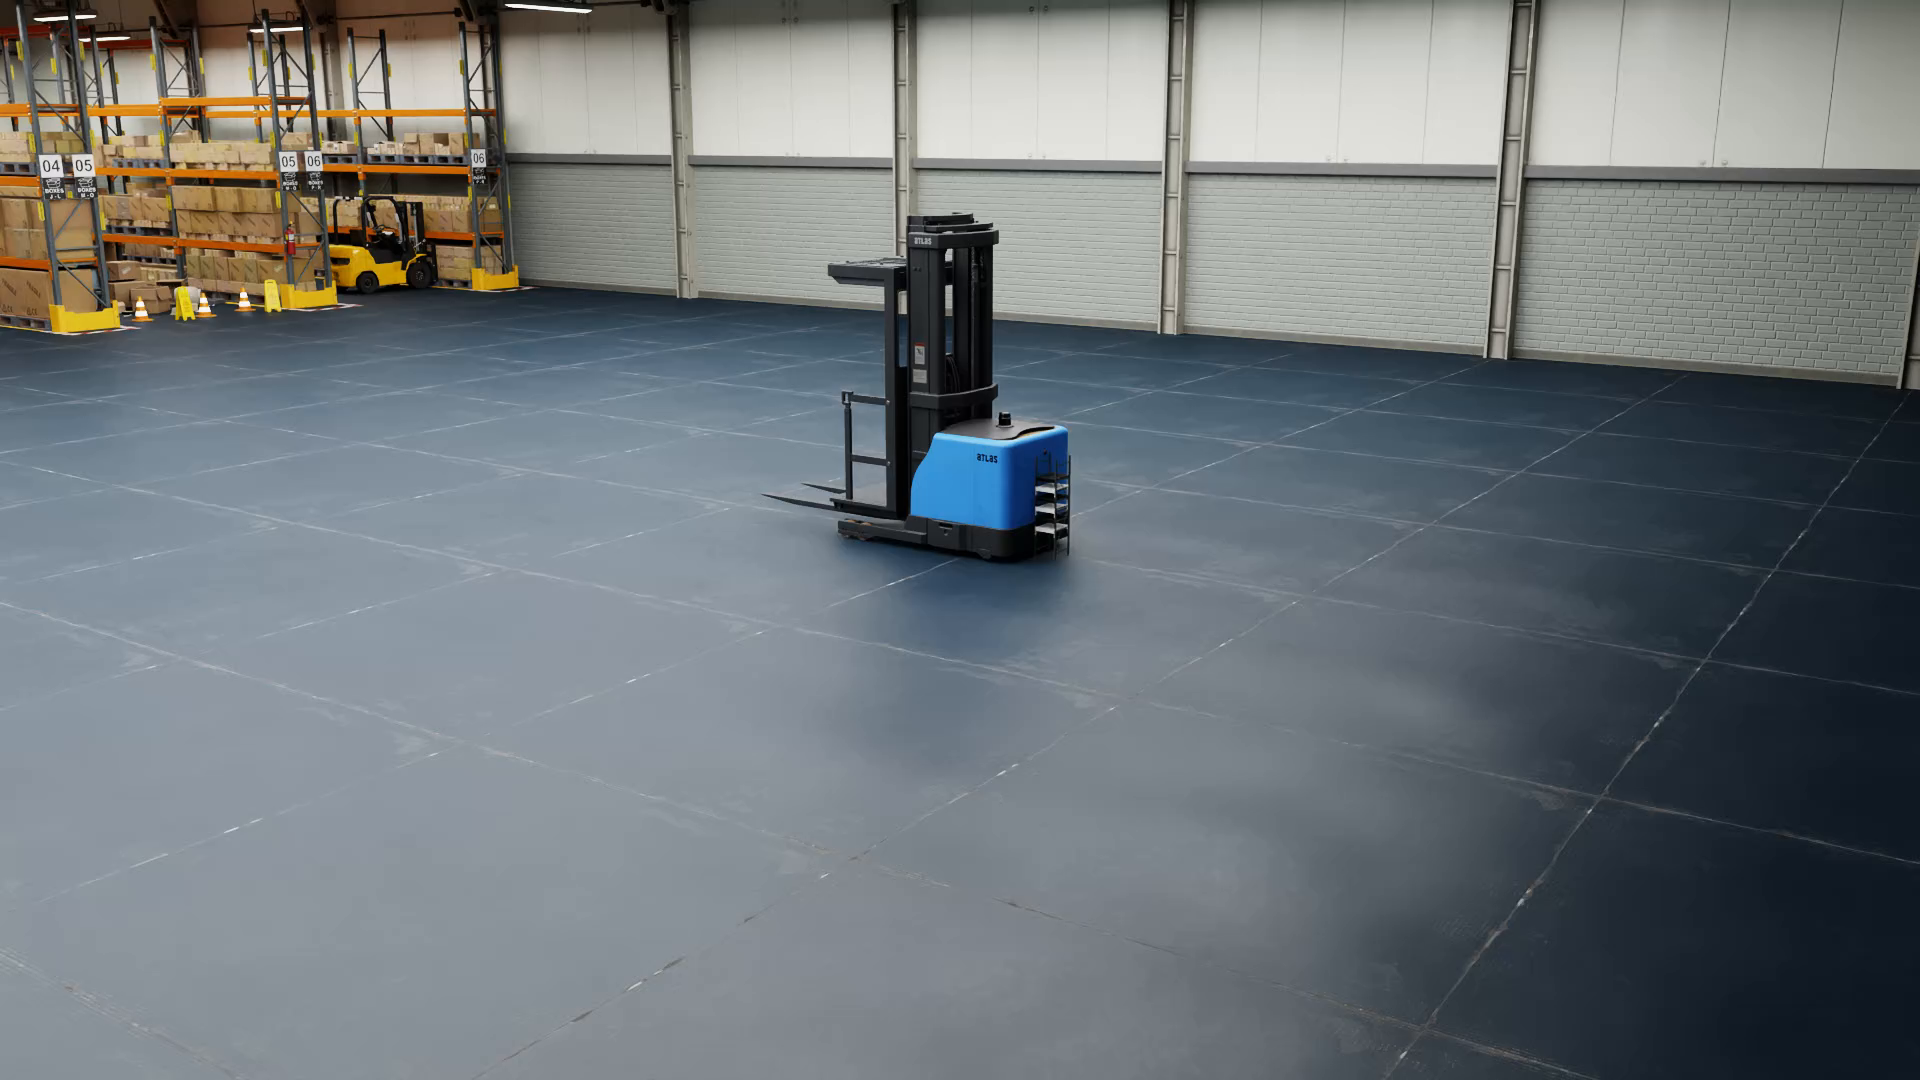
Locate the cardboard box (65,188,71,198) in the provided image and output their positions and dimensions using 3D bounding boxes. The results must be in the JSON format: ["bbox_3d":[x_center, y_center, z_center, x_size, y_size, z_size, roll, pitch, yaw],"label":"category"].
[{"bbox_3d":[-20.959,-8.042,39.206,0.500,0.500,0.500,9,16,31],"label":"cardboard box"}]

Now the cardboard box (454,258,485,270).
[{"bbox_3d":[-11.557,-6.523,39.166,0.500,0.250,0.500,9,16,32],"label":"cardboard box"}]

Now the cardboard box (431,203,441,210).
[{"bbox_3d":[-12.279,-7.900,39.361,0.250,0.149,0.380,9,16,31],"label":"cardboard box"}]

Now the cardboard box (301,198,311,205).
[{"bbox_3d":[-16.439,-8.572,42.078,0.250,0.149,0.380,10,17,34],"label":"cardboard box"}]

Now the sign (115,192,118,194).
[{"bbox_3d":[-20.089,-8.124,39.581,0.005,0.325,0.100,9,17,33],"label":"sign"}]

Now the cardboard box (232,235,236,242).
[{"bbox_3d":[-15.433,-6.513,35.839,0.250,0.149,0.380,9,17,33],"label":"cardboard box"}]

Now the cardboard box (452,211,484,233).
[{"bbox_3d":[-11.533,-7.470,38.978,0.500,0.500,0.500,9,16,32],"label":"cardboard box"}]

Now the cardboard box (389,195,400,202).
[{"bbox_3d":[-13.558,-8.246,40.142,0.250,0.149,0.380,10,17,34],"label":"cardboard box"}]

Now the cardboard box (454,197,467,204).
[{"bbox_3d":[-11.615,-7.949,38.942,0.250,0.149,0.380,9,17,33],"label":"cardboard box"}]

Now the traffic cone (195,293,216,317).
[{"bbox_3d":[-15.160,-4.720,33.355,0.334,0.463,0.336,9,17,33],"label":"traffic cone"}]

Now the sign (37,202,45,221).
[{"bbox_3d":[-16.738,-5.988,30.296,0.005,0.325,0.100,9,17,33],"label":"sign"}]

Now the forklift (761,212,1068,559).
[{"bbox_3d":[-0.513,-1.511,15.253,3.031,2.935,1.130,10,17,34],"label":"forklift"}]

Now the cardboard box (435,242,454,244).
[{"bbox_3d":[-12.518,-7.071,40.338,0.500,0.250,0.500,9,16,32],"label":"cardboard box"}]

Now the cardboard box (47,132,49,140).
[{"bbox_3d":[-16.943,-7.567,31.116,0.250,0.149,0.380,9,16,32],"label":"cardboard box"}]

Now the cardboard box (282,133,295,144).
[{"bbox_3d":[-16.677,-10.045,42.052,0.500,0.500,0.700,9,16,32],"label":"cardboard box"}]

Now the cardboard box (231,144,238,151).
[{"bbox_3d":[-15.189,-8.317,35.228,0.250,0.149,0.380,9,16,31],"label":"cardboard box"}]

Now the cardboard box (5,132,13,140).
[{"bbox_3d":[-17.312,-7.437,30.589,0.250,0.149,0.380,10,17,34],"label":"cardboard box"}]

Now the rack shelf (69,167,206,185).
[{"bbox_3d":[-18.724,-8.330,37.911,4.000,0.370,1.077,9,17,33],"label":"rack shelf"}]

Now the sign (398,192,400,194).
[{"bbox_3d":[-13.989,-8.514,41.436,0.005,0.325,0.100,9,17,33],"label":"sign"}]

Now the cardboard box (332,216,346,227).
[{"bbox_3d":[-15.282,-7.954,41.450,0.500,0.250,0.500,9,17,32],"label":"cardboard box"}]

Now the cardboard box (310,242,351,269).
[{"bbox_3d":[-16.001,-7.270,42.442,0.625,0.625,0.875,8,16,31],"label":"cardboard box"}]

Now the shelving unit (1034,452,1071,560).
[{"bbox_3d":[0.811,-0.297,14.579,0.210,0.900,0.258,10,17,34],"label":"shelving unit"}]

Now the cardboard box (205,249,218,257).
[{"bbox_3d":[-16.228,-6.272,36.283,0.250,0.149,0.380,10,17,35],"label":"cardboard box"}]

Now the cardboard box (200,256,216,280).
[{"bbox_3d":[-16.275,-5.985,36.474,0.500,0.500,0.500,10,17,35],"label":"cardboard box"}]

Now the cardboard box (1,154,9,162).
[{"bbox_3d":[-17.521,-7.083,30.820,0.250,0.149,0.380,9,17,33],"label":"cardboard box"}]

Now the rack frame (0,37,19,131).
[{"bbox_3d":[-23.703,-10.940,40.715,0.127,3.000,1.000,9,17,33],"label":"rack frame"}]

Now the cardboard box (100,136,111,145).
[{"bbox_3d":[-23.615,-11.143,46.431,0.500,0.250,0.500,9,17,32],"label":"cardboard box"}]

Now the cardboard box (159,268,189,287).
[{"bbox_3d":[-17.501,-5.953,37.649,0.625,0.372,0.950,9,17,34],"label":"cardboard box"}]

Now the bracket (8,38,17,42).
[{"bbox_3d":[-28.498,-15.057,49.859,0.430,0.232,0.235,9,17,33],"label":"bracket"}]

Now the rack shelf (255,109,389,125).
[{"bbox_3d":[-15.957,-10.582,41.599,4.000,0.370,1.077,9,17,33],"label":"rack shelf"}]

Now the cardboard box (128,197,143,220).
[{"bbox_3d":[-18.413,-7.504,37.621,0.500,0.500,0.500,10,17,35],"label":"cardboard box"}]

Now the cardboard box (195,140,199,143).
[{"bbox_3d":[-20.011,-10.505,44.024,0.250,0.149,0.380,9,17,34],"label":"cardboard box"}]

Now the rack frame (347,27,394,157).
[{"bbox_3d":[-14.297,-10.857,40.381,0.127,3.000,1.000,9,17,33],"label":"rack frame"}]

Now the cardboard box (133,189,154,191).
[{"bbox_3d":[-18.869,-8.039,38.433,0.250,0.149,0.380,8,16,30],"label":"cardboard box"}]

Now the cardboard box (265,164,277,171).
[{"bbox_3d":[-14.198,-7.744,34.572,0.250,0.149,0.380,9,17,33],"label":"cardboard box"}]

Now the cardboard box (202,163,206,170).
[{"bbox_3d":[-16.088,-8.061,35.851,0.250,0.149,0.380,9,16,31],"label":"cardboard box"}]

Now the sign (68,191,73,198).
[{"bbox_3d":[-20.691,-7.942,38.681,0.005,0.325,0.100,9,17,33],"label":"sign"}]

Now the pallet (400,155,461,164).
[{"bbox_3d":[-12.567,-9.085,39.649,1.213,0.211,1.003,9,17,33],"label":"pallet"}]

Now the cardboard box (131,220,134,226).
[{"bbox_3d":[-18.645,-7.246,37.928,0.250,0.149,0.380,9,16,31],"label":"cardboard box"}]

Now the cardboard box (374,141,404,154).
[{"bbox_3d":[-13.743,-9.450,40.043,0.500,0.311,0.500,10,17,34],"label":"cardboard box"}]

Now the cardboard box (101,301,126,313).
[{"bbox_3d":[-17.289,-4.764,33.941,0.258,0.266,0.396,13,19,42],"label":"cardboard box"}]

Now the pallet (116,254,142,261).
[{"bbox_3d":[-23.529,-8.083,47.466,1.213,0.211,1.003,9,17,33],"label":"pallet"}]

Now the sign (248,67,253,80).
[{"bbox_3d":[-17.911,-11.776,41.984,0.005,0.325,0.100,9,17,33],"label":"sign"}]

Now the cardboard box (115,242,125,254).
[{"bbox_3d":[-23.800,-8.445,47.445,0.637,0.503,0.797,8,16,31],"label":"cardboard box"}]

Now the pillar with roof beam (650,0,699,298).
[{"bbox_3d":[-8.477,-8.931,32.599,0.548,9.000,9.100,9,17,33],"label":"pillar with roof beam"}]

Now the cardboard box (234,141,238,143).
[{"bbox_3d":[-18.663,-10.314,43.293,0.250,0.149,0.380,9,16,32],"label":"cardboard box"}]

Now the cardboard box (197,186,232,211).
[{"bbox_3d":[-16.007,-7.385,35.933,0.500,0.500,0.700,9,16,32],"label":"cardboard box"}]

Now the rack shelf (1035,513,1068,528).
[{"bbox_3d":[0.811,-0.178,14.609,0.200,0.077,0.258,10,17,34],"label":"rack shelf"}]

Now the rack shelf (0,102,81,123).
[{"bbox_3d":[-18.084,-8.055,31.390,4.000,0.370,1.077,9,17,33],"label":"rack shelf"}]

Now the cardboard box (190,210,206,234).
[{"bbox_3d":[-16.425,-6.970,36.338,0.500,0.500,0.500,9,17,33],"label":"cardboard box"}]

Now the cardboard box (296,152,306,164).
[{"bbox_3d":[-14.014,-8.066,35.043,0.500,0.250,0.500,9,16,32],"label":"cardboard box"}]
